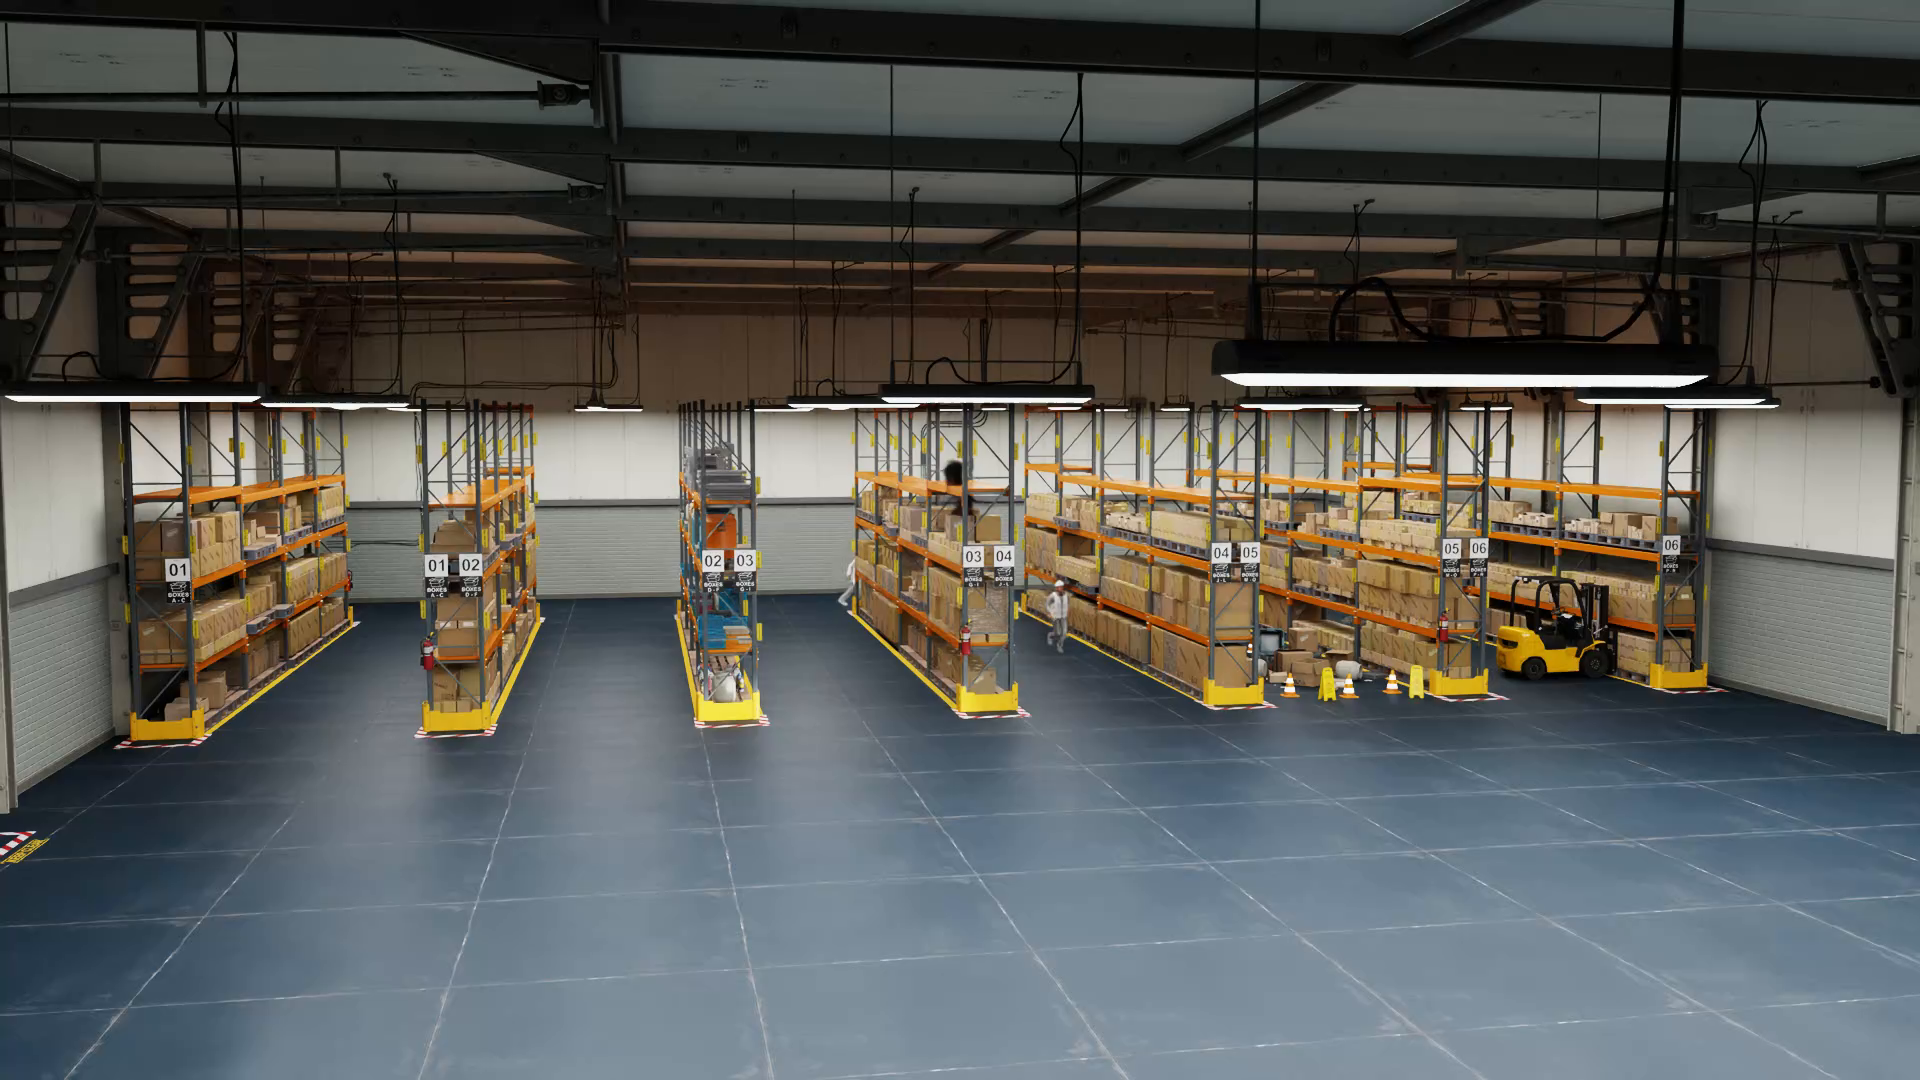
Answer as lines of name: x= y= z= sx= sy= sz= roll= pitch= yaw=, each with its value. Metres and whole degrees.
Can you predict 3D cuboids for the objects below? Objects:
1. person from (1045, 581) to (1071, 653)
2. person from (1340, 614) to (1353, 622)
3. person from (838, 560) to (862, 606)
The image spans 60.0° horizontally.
person: x=2.370 y=1.842 z=40.228 sx=0.671 sy=1.731 sz=0.622 roll=-2 pitch=5 yaw=-24
person: x=10.962 y=1.483 z=45.416 sx=0.557 sy=1.604 sz=0.994 roll=-4 pitch=6 yaw=-41
person: x=-3.125 y=1.177 z=49.334 sx=1.094 sy=1.636 sz=0.725 roll=3 pitch=5 yaw=31
